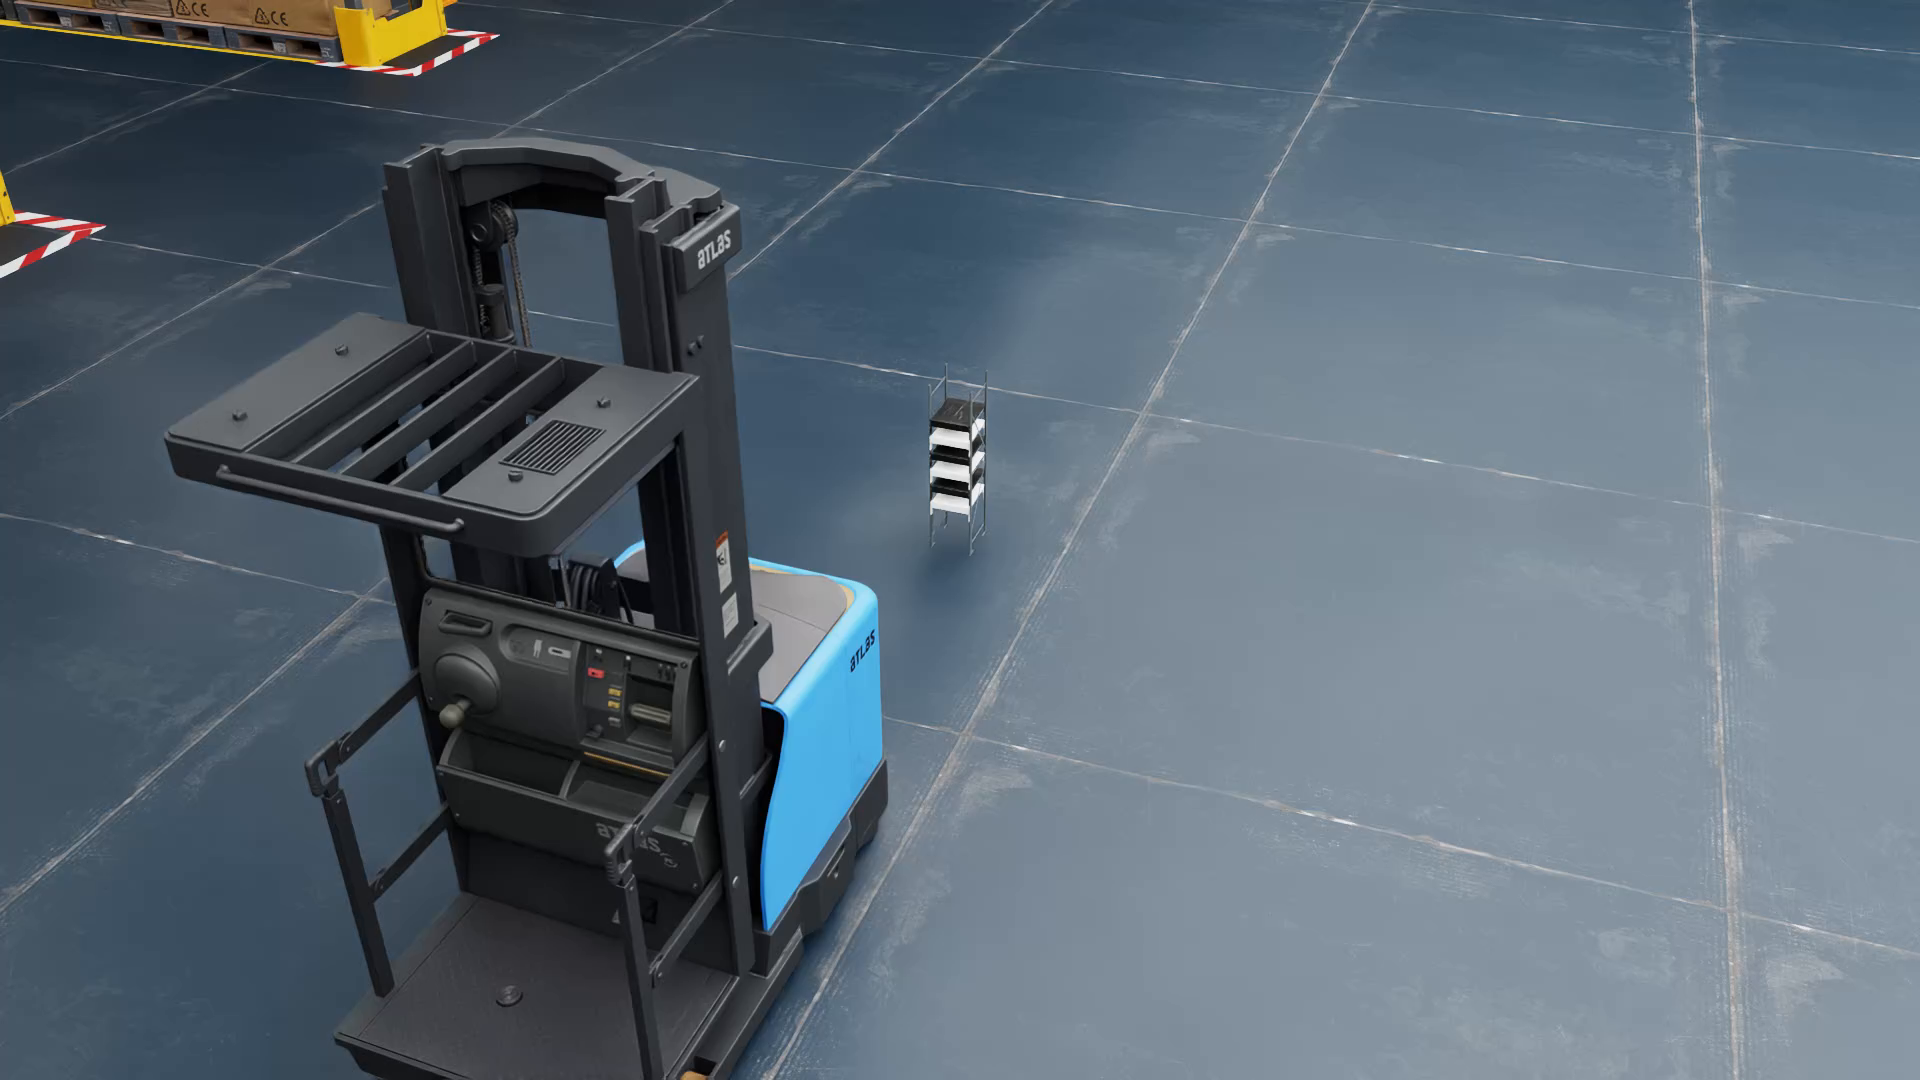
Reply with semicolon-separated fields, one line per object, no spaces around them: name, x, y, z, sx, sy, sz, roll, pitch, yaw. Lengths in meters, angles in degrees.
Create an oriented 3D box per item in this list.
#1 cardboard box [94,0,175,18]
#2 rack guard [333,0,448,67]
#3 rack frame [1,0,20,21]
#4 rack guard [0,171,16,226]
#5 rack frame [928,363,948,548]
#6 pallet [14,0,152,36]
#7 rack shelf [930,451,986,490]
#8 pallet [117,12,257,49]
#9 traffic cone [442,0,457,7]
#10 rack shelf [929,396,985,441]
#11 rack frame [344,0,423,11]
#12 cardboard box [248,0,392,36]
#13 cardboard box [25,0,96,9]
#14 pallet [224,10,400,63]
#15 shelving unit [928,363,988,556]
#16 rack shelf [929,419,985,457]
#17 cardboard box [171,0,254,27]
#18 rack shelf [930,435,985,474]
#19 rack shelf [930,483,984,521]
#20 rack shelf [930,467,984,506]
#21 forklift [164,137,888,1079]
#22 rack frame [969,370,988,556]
cardboard box;-7.523;-5.474;15.535;0.875;0.875;0.875;11;35;17
rack guard;-5.153;-4.718;15.096;0.348;0.500;1.175;11;34;16
rack frame;-8.941;-6.504;15.559;0.127;3.000;1.000;11;34;16
rack guard;-7.016;-2.222;11.230;0.348;0.500;1.175;11;34;16
rack frame;-0.103;-0.398;8.037;0.006;0.900;0.240;11;34;16
pallet;-8.252;-5.154;16.038;1.213;0.211;1.003;11;34;16
rack shelf;-0.008;-0.352;8.026;0.200;0.077;0.258;11;34;16
pallet;-7.100;-4.931;15.693;1.213;0.211;1.003;11;34;16
traffic cone;-5.197;-5.529;16.387;0.334;0.463;0.336;11;34;16
rack shelf;-0.008;-0.578;7.880;0.200;0.077;0.258;11;34;16
rack frame;-5.176;-5.772;14.425;0.127;3.000;1.000;11;34;16
cardboard box;-5.837;-5.146;15.027;0.875;0.875;0.875;11;35;17
cardboard box;-8.373;-5.637;15.787;0.875;0.875;0.875;12;35;17
pallet;-5.955;-4.707;15.346;1.213;0.211;1.003;11;34;16
shelving unit;-0.008;-0.380;8.008;0.210;0.900;0.258;11;34;16
rack shelf;-0.008;-0.503;7.929;0.200;0.077;0.258;11;34;16
cardboard box;-6.666;-5.306;15.275;0.875;0.875;0.875;10;34;16
rack shelf;-0.008;-0.427;7.977;0.200;0.077;0.258;11;34;16
rack shelf;-0.008;-0.200;8.124;0.200;0.077;0.258;11;34;16
rack shelf;-0.008;-0.276;8.075;0.200;0.077;0.258;11;34;16
forklift;-1.291;0.483;4.800;1.130;2.935;3.031;12;35;18
rack frame;0.088;-0.361;7.979;0.006;0.900;0.240;11;34;16
